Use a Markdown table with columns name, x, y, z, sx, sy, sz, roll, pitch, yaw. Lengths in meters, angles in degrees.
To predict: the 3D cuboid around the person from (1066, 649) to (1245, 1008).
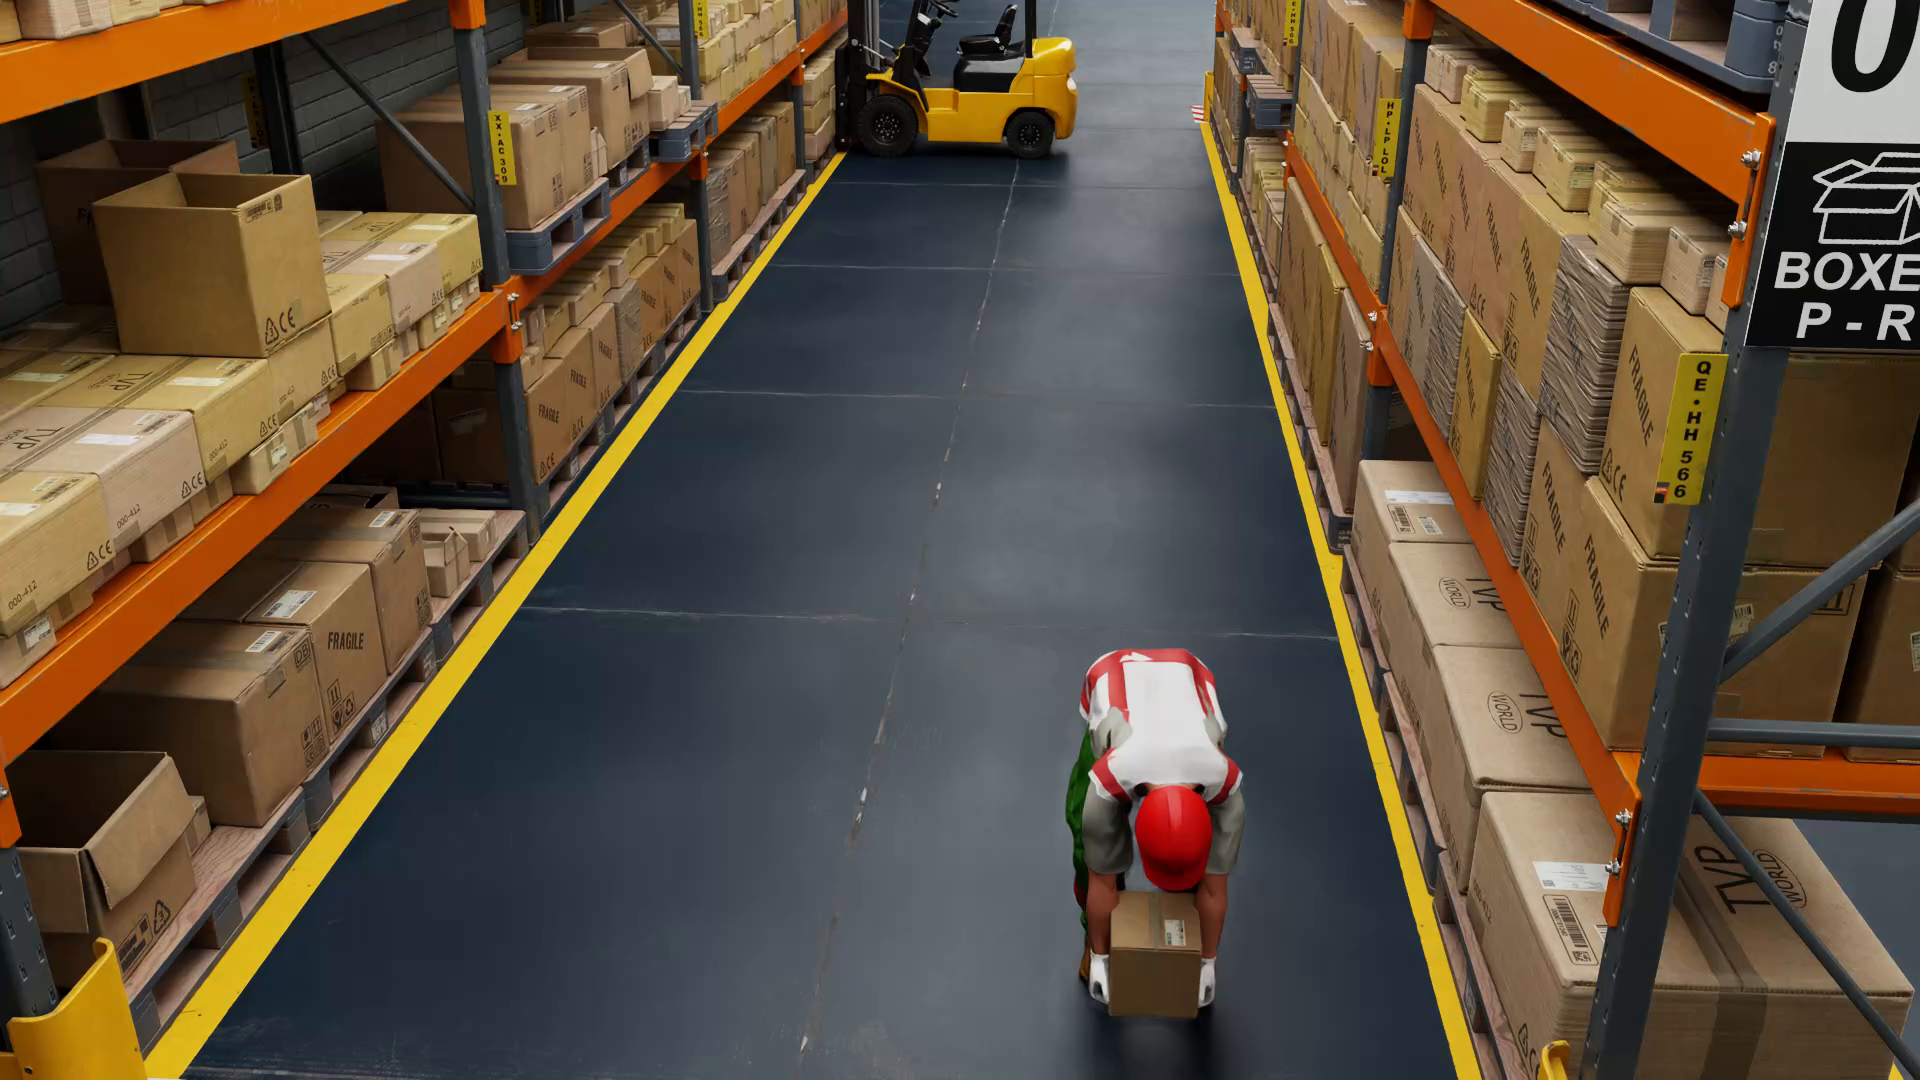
| name | x | y | z | sx | sy | sz | roll | pitch | yaw |
| --- | --- | --- | --- | --- | --- | --- | --- | --- | --- |
| person | 0.571 | 0.933 | 4.860 | 0.511 | 1.083 | 0.965 | 0 | 24 | 0 |
